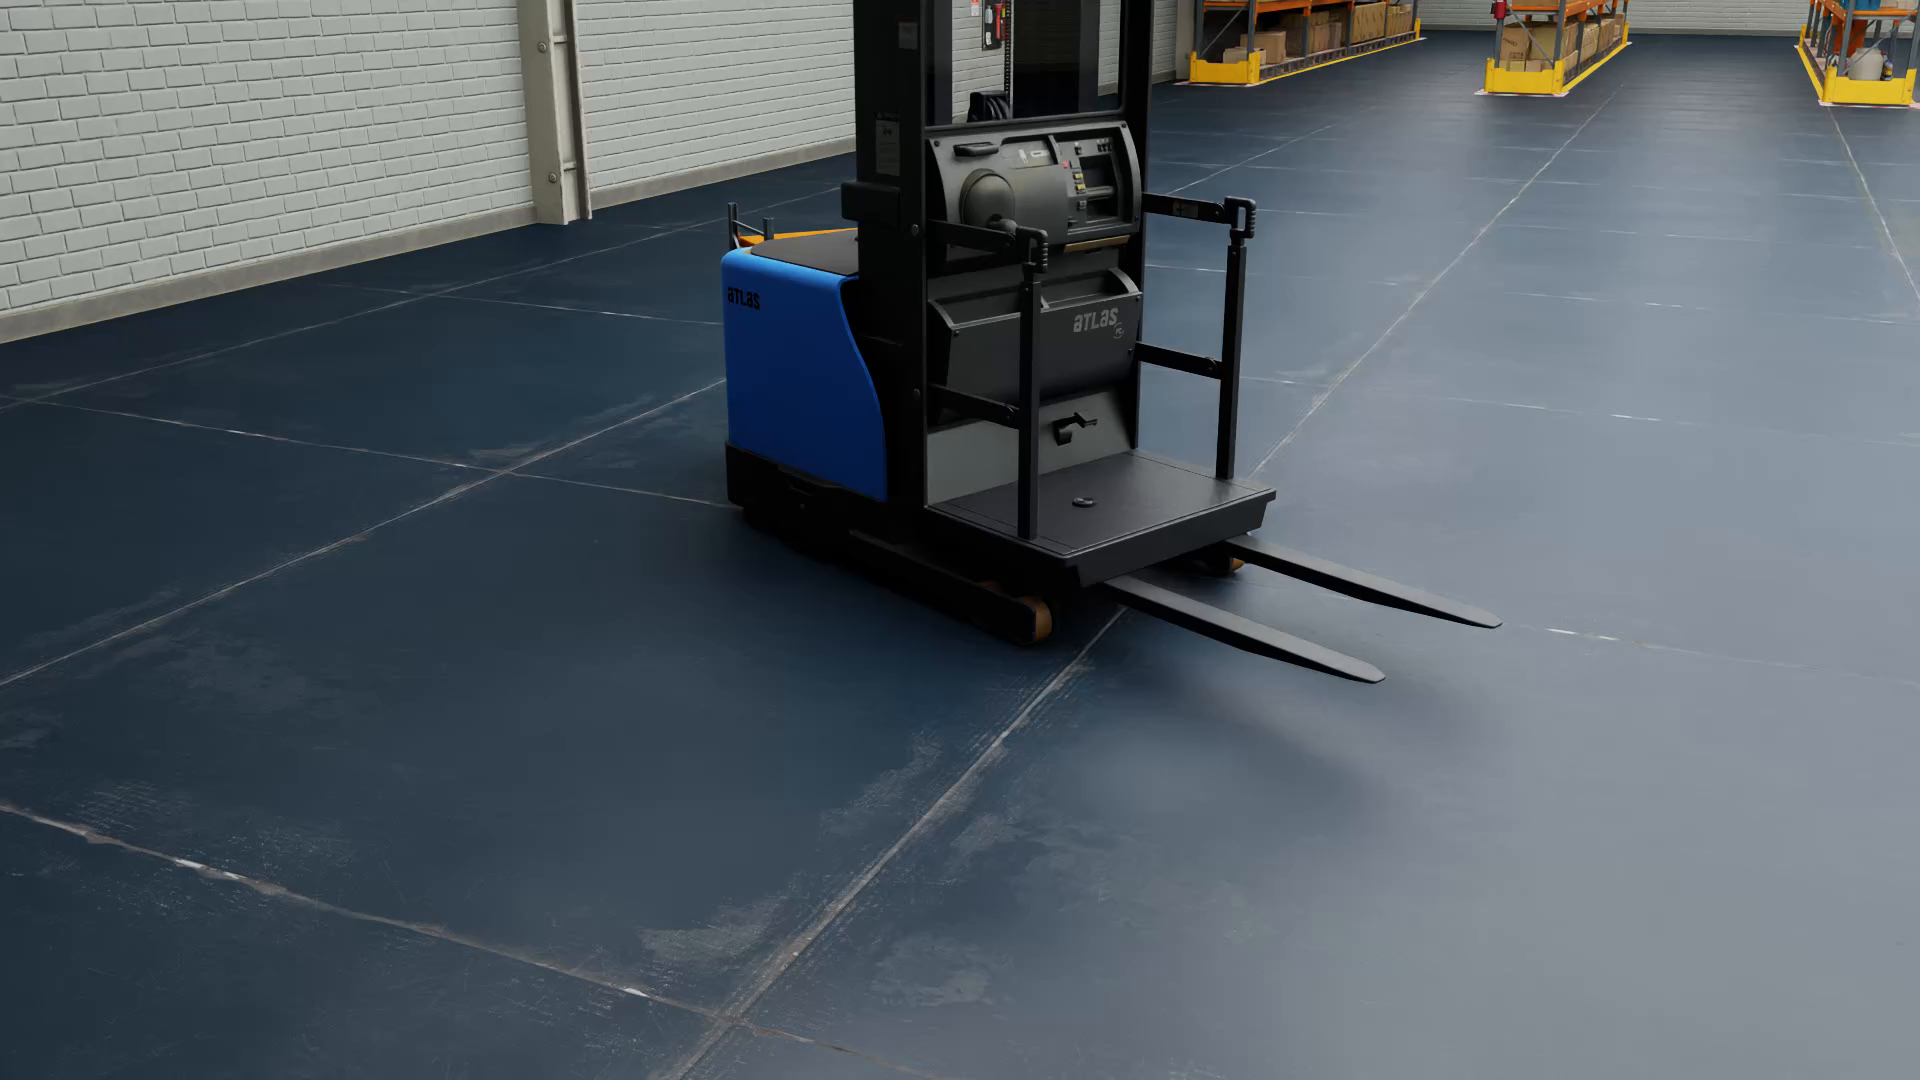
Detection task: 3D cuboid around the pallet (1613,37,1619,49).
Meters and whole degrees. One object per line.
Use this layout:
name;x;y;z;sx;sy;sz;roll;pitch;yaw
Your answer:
pallet;14.732;-11.549;38.629;1.003;0.211;1.213;9;21;23

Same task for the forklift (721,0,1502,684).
forklift;0.413;-1.225;5.538;1.130;2.935;3.031;-17;25;-39

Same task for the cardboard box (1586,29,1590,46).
cardboard box;11.493;-9.403;31.072;0.500;0.311;0.500;8;21;21

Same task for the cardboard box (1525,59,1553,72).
cardboard box;9.461;-7.647;26.970;0.500;0.250;0.500;9;21;23

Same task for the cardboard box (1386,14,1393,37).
cardboard box;9.831;-12.192;39.379;0.700;0.500;0.500;9;21;23

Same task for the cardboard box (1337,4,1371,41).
cardboard box;8.579;-11.394;36.611;0.750;0.750;0.750;8;21;22

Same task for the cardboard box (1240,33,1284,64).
cardboard box;5.462;-8.910;30.119;0.700;0.500;0.500;7;21;19

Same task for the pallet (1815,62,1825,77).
pallet;15.978;-8.459;29.938;1.003;0.211;1.213;9;21;23

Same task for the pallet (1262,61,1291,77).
pallet;5.414;-8.614;30.375;1.003;0.211;1.213;9;21;23

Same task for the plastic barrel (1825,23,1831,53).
plastic barrel;17.479;-9.934;32.899;0.600;0.588;0.708;9;21;23

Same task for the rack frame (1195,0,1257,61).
rack frame;4.517;-9.289;28.113;1.000;3.000;0.127;9;21;23

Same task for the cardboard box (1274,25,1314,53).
cardboard box;6.607;-9.934;32.999;0.700;0.500;0.500;8;21;22

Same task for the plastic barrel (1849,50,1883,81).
plastic barrel;13.755;-7.167;25.232;0.421;0.512;0.421;0;20;0

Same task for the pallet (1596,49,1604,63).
pallet;12.654;-9.966;34.176;1.003;0.211;1.213;9;21;23

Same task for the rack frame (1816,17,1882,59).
rack frame;16.832;-10.376;31.167;1.000;3.000;0.127;9;21;23

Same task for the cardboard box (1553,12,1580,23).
cardboard box;12.502;-10.775;34.245;0.500;0.250;0.500;9;22;25

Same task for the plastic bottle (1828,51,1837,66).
plastic bottle;14.484;-7.922;27.565;0.144;0.351;0.185;9;22;24

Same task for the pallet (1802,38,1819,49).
pallet;19.734;-11.261;37.817;1.003;0.211;1.213;9;21;23

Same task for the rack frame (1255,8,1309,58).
rack frame;6.155;-10.512;31.551;1.000;3.000;0.127;9;21;23

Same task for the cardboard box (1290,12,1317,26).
cardboard box;6.828;-10.417;33.238;0.500;0.250;0.500;8;21;21

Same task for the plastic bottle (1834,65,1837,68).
plastic bottle;13.908;-7.440;26.433;0.097;0.201;0.097;0;20;0

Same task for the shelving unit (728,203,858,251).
shelving unit;-0.432;-0.937;7.425;1.048;1.125;0.538;-9;22;-24

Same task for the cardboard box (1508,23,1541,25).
cardboard box;9.588;-8.532;28.340;0.500;0.500;0.500;9;21;23

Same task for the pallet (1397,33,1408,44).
pallet;10.312;-12.240;40.571;1.003;0.211;1.213;9;21;23

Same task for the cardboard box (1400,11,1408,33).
cardboard box;10.669;-12.820;41.144;0.700;0.500;0.500;8;21;23

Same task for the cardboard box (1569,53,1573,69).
cardboard box;10.281;-8.258;28.689;0.500;0.250;0.500;9;21;23

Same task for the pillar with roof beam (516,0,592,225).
pillar with roof beam;0.571;-6.355;10.910;9.100;9.000;0.400;9;21;23

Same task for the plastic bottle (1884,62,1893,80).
plastic bottle;14.582;-7.363;26.112;0.097;0.271;0.097;0;20;0

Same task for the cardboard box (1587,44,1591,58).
cardboard box;11.697;-9.295;31.607;0.500;0.250;0.500;9;21;24

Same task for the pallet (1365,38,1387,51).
pallet;9.184;-11.398;38.203;1.003;0.211;1.213;9;21;23

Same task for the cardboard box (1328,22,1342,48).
cardboard box;7.546;-10.537;34.696;0.700;0.500;0.500;9;21;23

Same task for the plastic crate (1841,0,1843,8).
plastic crate;13.759;-8.252;25.417;0.499;0.251;0.408;9;21;23

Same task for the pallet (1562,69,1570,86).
pallet;9.814;-7.908;28.390;1.003;0.211;1.213;9;21;23

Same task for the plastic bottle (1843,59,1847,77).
plastic bottle;14.133;-7.538;26.585;0.061;0.283;0.133;9;21;23

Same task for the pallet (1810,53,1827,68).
pallet;17.116;-9.308;32.328;1.003;0.211;1.213;9;21;23

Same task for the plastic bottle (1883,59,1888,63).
plastic bottle;14.912;-7.634;26.866;0.152;0.276;0.135;9;21;24

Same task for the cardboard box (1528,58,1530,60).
cardboard box;9.182;-7.872;27.605;0.500;0.250;0.500;9;21;23

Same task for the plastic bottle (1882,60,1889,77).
plastic bottle;14.764;-7.499;26.493;0.097;0.271;0.097;0;20;0

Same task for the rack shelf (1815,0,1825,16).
rack shelf;17.651;-10.648;33.007;1.077;0.370;4.000;9;21;23

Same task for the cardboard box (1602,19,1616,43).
cardboard box;14.011;-11.119;36.330;0.500;0.500;0.500;8;21;22

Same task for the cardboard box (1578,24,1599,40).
cardboard box;12.324;-10.029;32.833;0.500;0.311;0.500;9;22;24

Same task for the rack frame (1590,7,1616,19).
rack frame;13.952;-12.279;36.520;1.000;3.000;0.127;9;21;23

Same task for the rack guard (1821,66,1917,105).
rack guard;13.544;-6.782;24.793;1.175;0.500;0.348;9;21;23

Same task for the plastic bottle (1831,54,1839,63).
plastic bottle;14.157;-7.678;26.878;0.144;0.351;0.185;10;22;25

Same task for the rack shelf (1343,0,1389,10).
rack shelf;8.612;-12.007;36.829;1.077;0.370;4.000;9;21;23

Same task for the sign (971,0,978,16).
sign;0.191;-6.900;21.340;0.001;0.329;0.234;9;21;23

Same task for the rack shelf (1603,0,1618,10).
rack shelf;13.133;-11.329;34.921;1.077;0.370;4.000;9;21;23

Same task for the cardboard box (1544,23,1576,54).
cardboard box;10.269;-8.613;28.568;0.500;0.500;0.500;9;21;23

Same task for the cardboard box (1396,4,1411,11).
cardboard box;10.987;-13.214;41.285;0.380;0.149;0.250;8;21;22

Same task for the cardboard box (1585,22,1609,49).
cardboard box;13.180;-10.499;34.589;0.500;0.500;0.500;8;21;22

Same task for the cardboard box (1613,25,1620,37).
cardboard box;15.176;-11.927;38.978;0.500;0.250;0.500;9;21;23
